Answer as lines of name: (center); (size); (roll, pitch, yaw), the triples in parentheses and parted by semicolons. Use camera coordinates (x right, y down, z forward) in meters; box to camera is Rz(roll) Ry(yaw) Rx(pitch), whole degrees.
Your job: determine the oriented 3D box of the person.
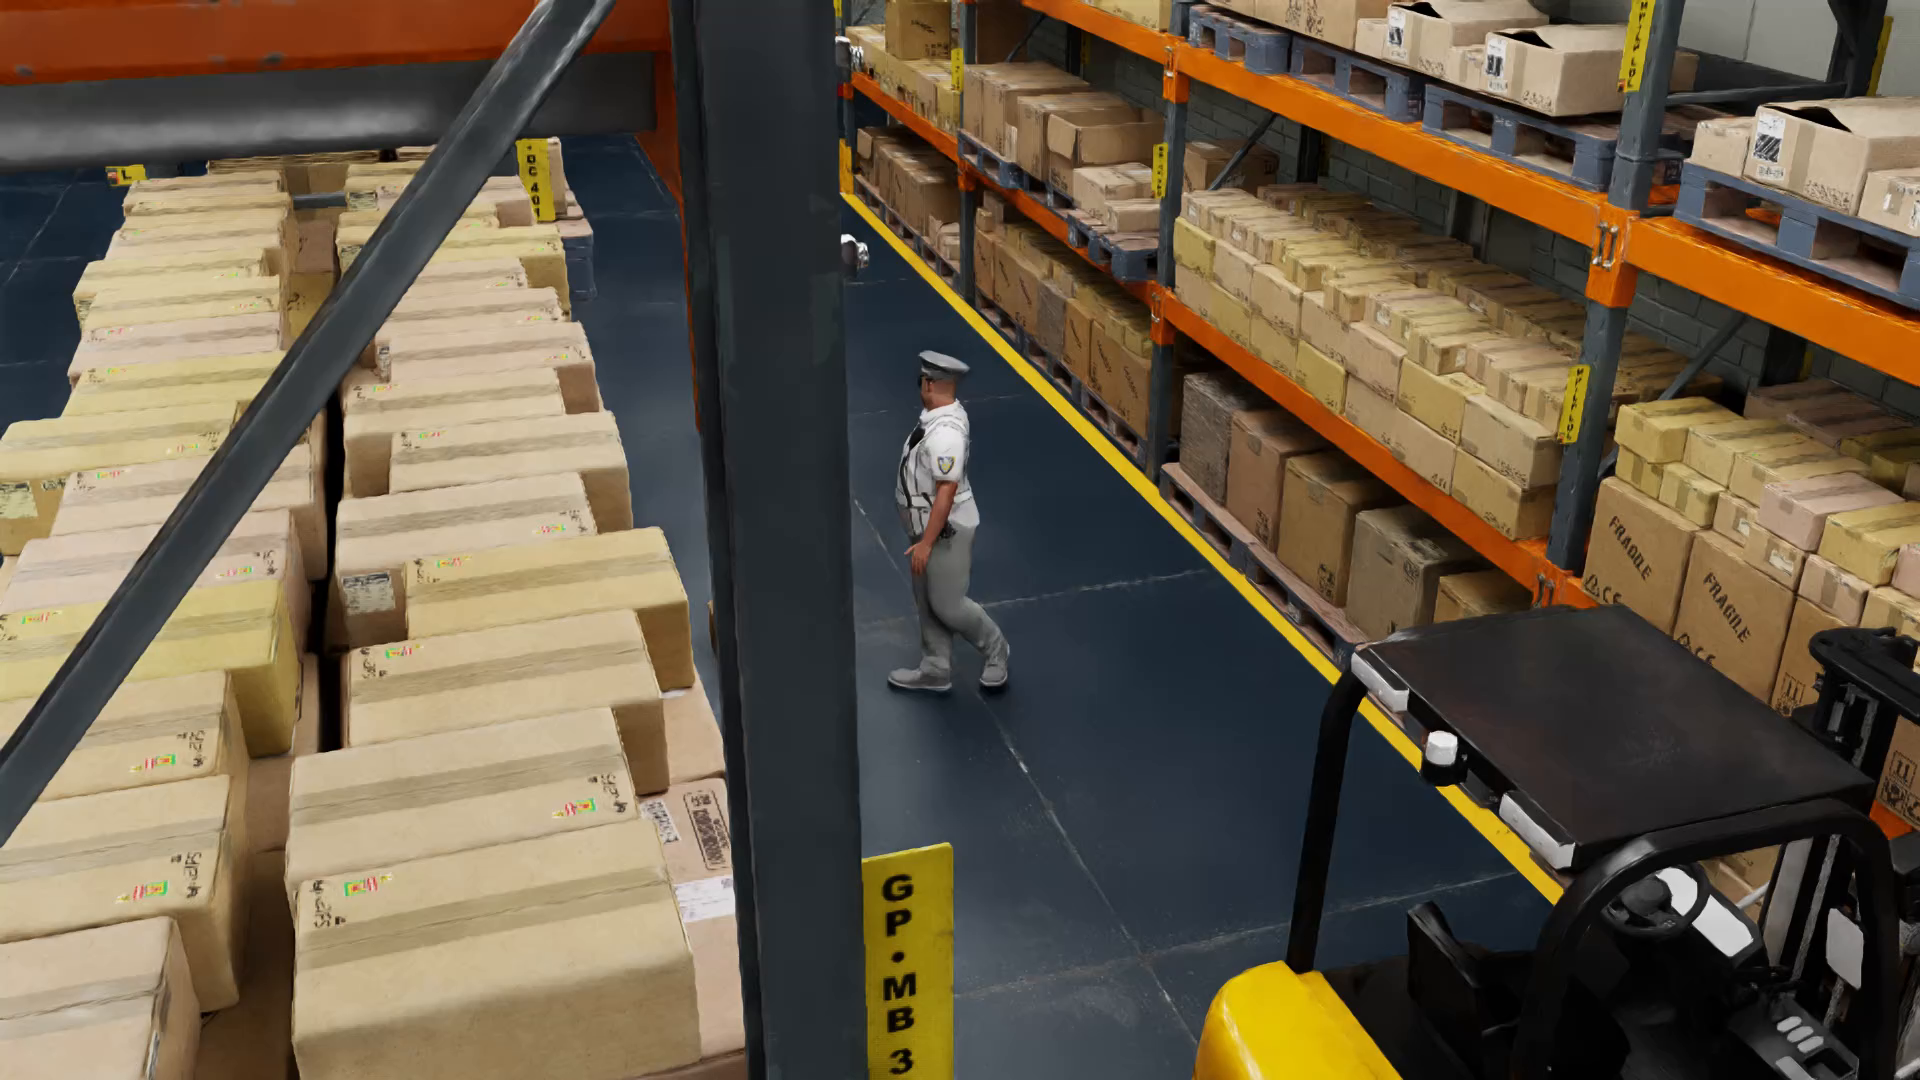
person: (-0.063, -0.074, 8.276); (0.640, 1.718, 0.587); (-6, 27, -11)
